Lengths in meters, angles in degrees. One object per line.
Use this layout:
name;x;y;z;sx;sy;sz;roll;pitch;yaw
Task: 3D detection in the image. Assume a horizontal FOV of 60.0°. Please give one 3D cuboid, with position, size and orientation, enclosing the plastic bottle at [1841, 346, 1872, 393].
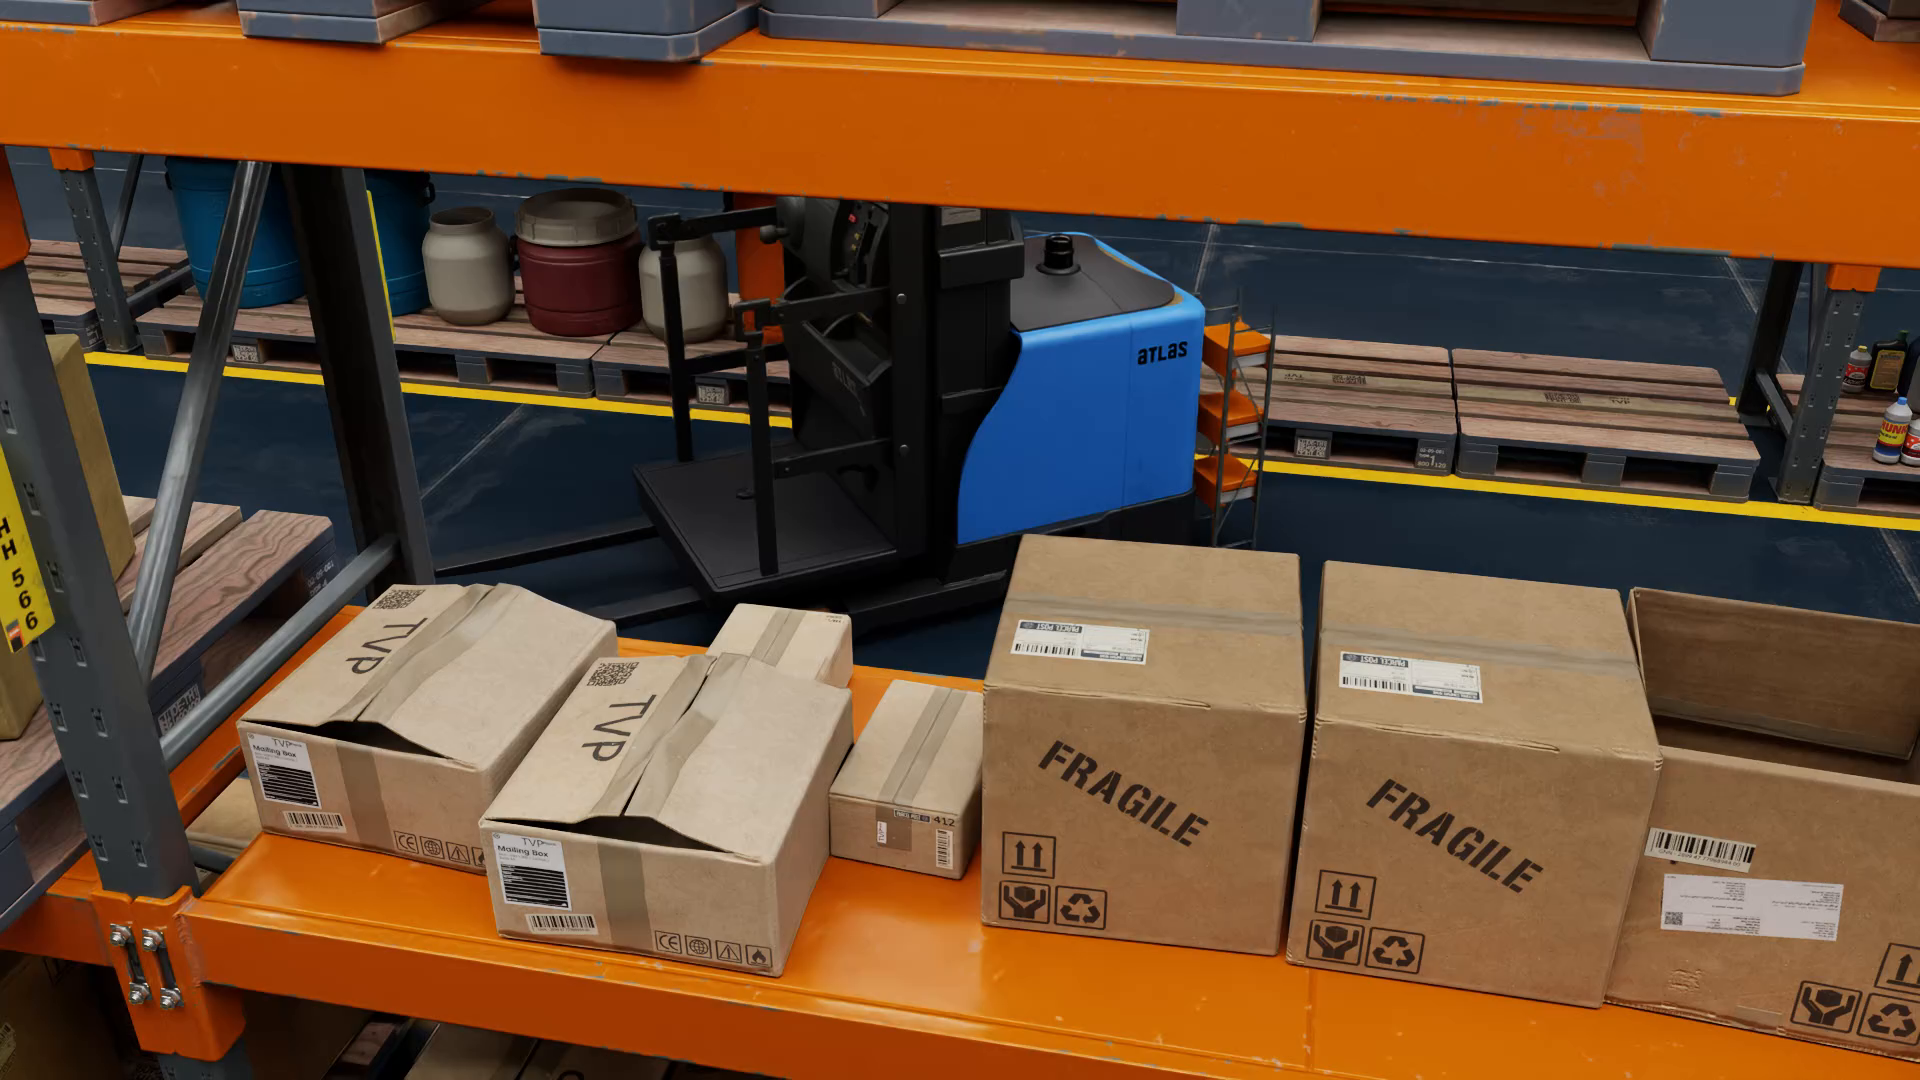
plastic bottle;4.046;-0.776;7.499;0.097;0.201;0.097;0;29;0

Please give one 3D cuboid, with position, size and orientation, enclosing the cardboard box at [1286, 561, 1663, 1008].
cardboard box;0.835;0.394;2.803;0.500;0.500;0.500;6;29;11

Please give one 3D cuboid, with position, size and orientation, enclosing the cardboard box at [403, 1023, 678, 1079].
cardboard box;-0.873;1.191;3.293;0.500;0.311;0.500;7;29;12

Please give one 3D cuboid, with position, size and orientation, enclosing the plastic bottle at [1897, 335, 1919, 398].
plastic bottle;4.316;-0.802;7.392;0.185;0.351;0.144;5;29;9

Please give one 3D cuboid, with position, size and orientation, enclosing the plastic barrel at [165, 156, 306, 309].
plastic barrel;-3.669;-1.704;8.486;0.708;0.901;0.600;6;29;11

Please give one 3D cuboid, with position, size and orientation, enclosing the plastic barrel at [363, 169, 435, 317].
plastic barrel;-2.976;-1.633;8.356;0.708;0.901;0.600;6;29;11

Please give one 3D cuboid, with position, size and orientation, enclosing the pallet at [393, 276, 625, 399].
pallet;-2.255;-1.061;8.468;1.213;0.211;1.003;6;29;11

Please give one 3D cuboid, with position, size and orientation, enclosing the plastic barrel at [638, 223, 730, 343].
plastic barrel;-1.338;-1.250;8.063;0.421;0.512;0.421;0;29;0

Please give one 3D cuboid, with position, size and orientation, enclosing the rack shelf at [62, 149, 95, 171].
rack shelf;-2.242;-1.986;8.004;4.000;0.370;1.077;6;29;11

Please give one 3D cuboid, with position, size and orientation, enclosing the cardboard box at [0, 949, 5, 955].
cardboard box;-2.343;0.812;3.507;0.500;0.250;0.500;7;29;12

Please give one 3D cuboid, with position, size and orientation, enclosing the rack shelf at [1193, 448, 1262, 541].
rack shelf;1.033;-0.181;6.588;0.215;0.259;0.240;-12;31;-20

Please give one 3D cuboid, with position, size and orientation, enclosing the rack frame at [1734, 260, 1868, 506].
rack frame;3.626;-1.700;6.732;0.127;3.000;1.000;6;29;11

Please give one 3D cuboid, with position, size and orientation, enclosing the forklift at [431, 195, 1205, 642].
forklift;-0.636;-1.124;5.752;3.031;2.935;1.130;-13;31;-22

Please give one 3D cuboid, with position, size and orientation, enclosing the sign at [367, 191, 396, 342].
sign;-1.211;-0.544;3.415;0.005;0.325;0.100;6;29;11

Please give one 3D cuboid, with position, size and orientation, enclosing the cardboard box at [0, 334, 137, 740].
cardboard box;-1.963;-0.014;3.110;0.500;0.500;0.700;-4;29;-6

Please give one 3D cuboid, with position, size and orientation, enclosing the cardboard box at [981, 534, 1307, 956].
cardboard box;0.321;0.341;2.899;0.500;0.500;0.500;4;29;8

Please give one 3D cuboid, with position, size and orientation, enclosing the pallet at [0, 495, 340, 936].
pallet;-2.001;0.274;3.326;1.003;0.211;1.213;6;29;11

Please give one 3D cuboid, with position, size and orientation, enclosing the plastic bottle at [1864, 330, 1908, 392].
plastic bottle;4.166;-0.808;7.473;0.133;0.283;0.061;7;30;13

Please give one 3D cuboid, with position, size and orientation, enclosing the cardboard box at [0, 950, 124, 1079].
cardboard box;-2.287;1.144;3.681;0.500;0.500;0.500;7;29;13

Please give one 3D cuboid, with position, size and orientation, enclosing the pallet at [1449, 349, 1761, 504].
pallet;2.850;-0.538;7.512;1.213;0.211;1.003;6;29;11

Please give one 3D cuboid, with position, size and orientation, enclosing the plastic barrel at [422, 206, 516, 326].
plastic barrel;-2.443;-1.363;8.270;0.421;0.512;0.421;0;29;0

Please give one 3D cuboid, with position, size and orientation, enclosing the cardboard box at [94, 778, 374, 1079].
cardboard box;-1.709;0.948;4.039;0.500;0.500;0.500;7;29;13

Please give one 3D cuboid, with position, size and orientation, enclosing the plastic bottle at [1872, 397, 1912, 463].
plastic bottle;3.846;-0.459;6.847;0.097;0.271;0.097;0;29;0

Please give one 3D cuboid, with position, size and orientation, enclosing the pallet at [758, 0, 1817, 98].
pallet;0.453;-0.872;2.291;1.213;0.211;1.003;7;30;13

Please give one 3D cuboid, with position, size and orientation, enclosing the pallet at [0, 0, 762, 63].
pallet;-0.641;-0.982;2.494;1.003;0.211;1.213;7;30;13

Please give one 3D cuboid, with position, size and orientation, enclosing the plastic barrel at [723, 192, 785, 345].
plastic barrel;-0.768;-1.375;7.960;0.708;0.830;0.600;6;29;11

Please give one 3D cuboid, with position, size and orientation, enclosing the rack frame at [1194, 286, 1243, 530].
rack frame;0.985;-0.488;6.548;0.200;1.050;0.008;-12;31;-20

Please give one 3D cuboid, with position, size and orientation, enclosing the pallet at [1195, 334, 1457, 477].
pallet;1.653;-0.659;7.734;1.213;0.211;1.003;6;29;11

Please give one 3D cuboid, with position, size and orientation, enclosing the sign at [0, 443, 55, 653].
sign;-1.428;0.007;2.490;0.005;0.325;0.100;6;29;11

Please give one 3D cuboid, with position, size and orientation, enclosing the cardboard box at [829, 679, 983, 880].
cardboard box;-0.065;0.436;3.091;0.250;0.149;0.380;8;30;14

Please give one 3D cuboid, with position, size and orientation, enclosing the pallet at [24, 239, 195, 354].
pallet;-4.925;-1.335;8.968;1.213;0.211;1.003;6;29;11

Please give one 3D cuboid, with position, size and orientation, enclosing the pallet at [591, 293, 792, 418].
pallet;-1.065;-0.938;8.243;1.213;0.211;1.003;6;29;11

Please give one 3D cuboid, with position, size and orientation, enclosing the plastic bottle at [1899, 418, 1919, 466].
plastic bottle;3.946;-0.418;6.845;0.097;0.201;0.097;0;29;0

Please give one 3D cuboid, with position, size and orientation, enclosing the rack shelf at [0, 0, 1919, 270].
rack shelf;0.632;-0.575;2.302;4.000;0.370;1.077;6;29;11

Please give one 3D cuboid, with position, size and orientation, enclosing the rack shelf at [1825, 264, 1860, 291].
rack shelf;1.670;-1.585;7.271;4.000;0.370;1.077;6;29;11

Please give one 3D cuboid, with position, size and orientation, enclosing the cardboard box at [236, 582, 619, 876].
cardboard box;-0.977;0.321;3.134;0.500;0.311;0.500;8;30;14

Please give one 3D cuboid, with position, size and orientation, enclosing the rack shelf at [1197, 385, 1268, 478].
rack shelf;1.033;-0.425;6.454;0.215;0.259;0.240;-12;31;-20

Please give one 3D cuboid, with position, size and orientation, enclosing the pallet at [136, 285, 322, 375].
pallet;-3.452;-1.182;8.690;1.213;0.211;1.003;6;29;11

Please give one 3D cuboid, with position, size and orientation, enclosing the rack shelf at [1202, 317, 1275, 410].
rack shelf;1.033;-0.674;6.318;0.215;0.259;0.240;-12;31;-20

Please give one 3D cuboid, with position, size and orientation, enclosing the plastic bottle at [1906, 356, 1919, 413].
plastic bottle;4.286;-0.734;7.268;0.185;0.351;0.144;6;29;11

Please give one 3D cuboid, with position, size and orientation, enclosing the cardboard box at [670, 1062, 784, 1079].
cardboard box;-0.357;1.240;3.204;0.500;0.311;0.500;5;29;9

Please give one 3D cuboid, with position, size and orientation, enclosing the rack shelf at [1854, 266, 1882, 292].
rack shelf;5.582;-1.184;6.538;4.000;0.370;1.077;6;29;11

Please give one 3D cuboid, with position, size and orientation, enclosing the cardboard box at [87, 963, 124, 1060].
cardboard box;-2.222;0.898;4.131;0.500;0.500;0.500;5;29;9

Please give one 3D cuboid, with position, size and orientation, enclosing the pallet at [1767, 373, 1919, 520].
pallet;4.274;-0.390;7.243;1.213;0.211;1.003;6;29;11

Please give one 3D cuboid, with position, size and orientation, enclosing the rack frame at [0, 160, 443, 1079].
rack frame;-1.324;0.225;3.216;0.127;3.000;1.000;6;29;11

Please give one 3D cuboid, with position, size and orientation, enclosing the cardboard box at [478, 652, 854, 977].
cardboard box;-0.489;0.444;2.908;0.500;0.311;0.500;6;29;10

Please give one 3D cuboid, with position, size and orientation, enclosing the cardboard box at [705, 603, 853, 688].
cardboard box;-0.386;0.295;3.349;0.250;0.149;0.380;6;29;11

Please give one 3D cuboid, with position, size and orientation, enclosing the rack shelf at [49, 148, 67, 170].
rack shelf;-6.153;-2.387;8.736;4.000;0.370;1.077;6;29;11

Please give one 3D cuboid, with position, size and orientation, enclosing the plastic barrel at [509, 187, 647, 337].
plastic barrel;-1.872;-1.382;8.225;0.708;0.588;0.600;6;29;11

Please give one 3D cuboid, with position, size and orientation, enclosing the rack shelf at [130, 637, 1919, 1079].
rack shelf;0.632;0.741;3.023;4.000;0.370;1.077;6;29;11

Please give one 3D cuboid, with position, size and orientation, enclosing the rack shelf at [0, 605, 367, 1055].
rack shelf;-3.280;0.340;3.755;4.000;0.370;1.077;6;29;11

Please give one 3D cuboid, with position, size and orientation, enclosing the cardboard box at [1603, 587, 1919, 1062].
cardboard box;1.325;0.444;2.711;0.500;0.500;0.500;8;30;14

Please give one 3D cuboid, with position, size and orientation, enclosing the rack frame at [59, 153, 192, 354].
rack frame;-4.197;-2.502;8.197;0.127;3.000;1.000;6;29;11

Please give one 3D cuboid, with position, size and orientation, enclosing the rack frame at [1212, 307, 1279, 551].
rack frame;1.082;-0.380;6.351;0.200;1.050;0.008;-12;31;-20

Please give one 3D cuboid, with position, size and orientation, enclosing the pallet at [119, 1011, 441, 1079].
pallet;-2.046;1.355;4.055;1.213;0.211;1.003;6;29;11

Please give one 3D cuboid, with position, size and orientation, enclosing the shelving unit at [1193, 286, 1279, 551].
shelving unit;1.033;-0.434;6.449;0.215;1.050;0.252;-12;31;-20
